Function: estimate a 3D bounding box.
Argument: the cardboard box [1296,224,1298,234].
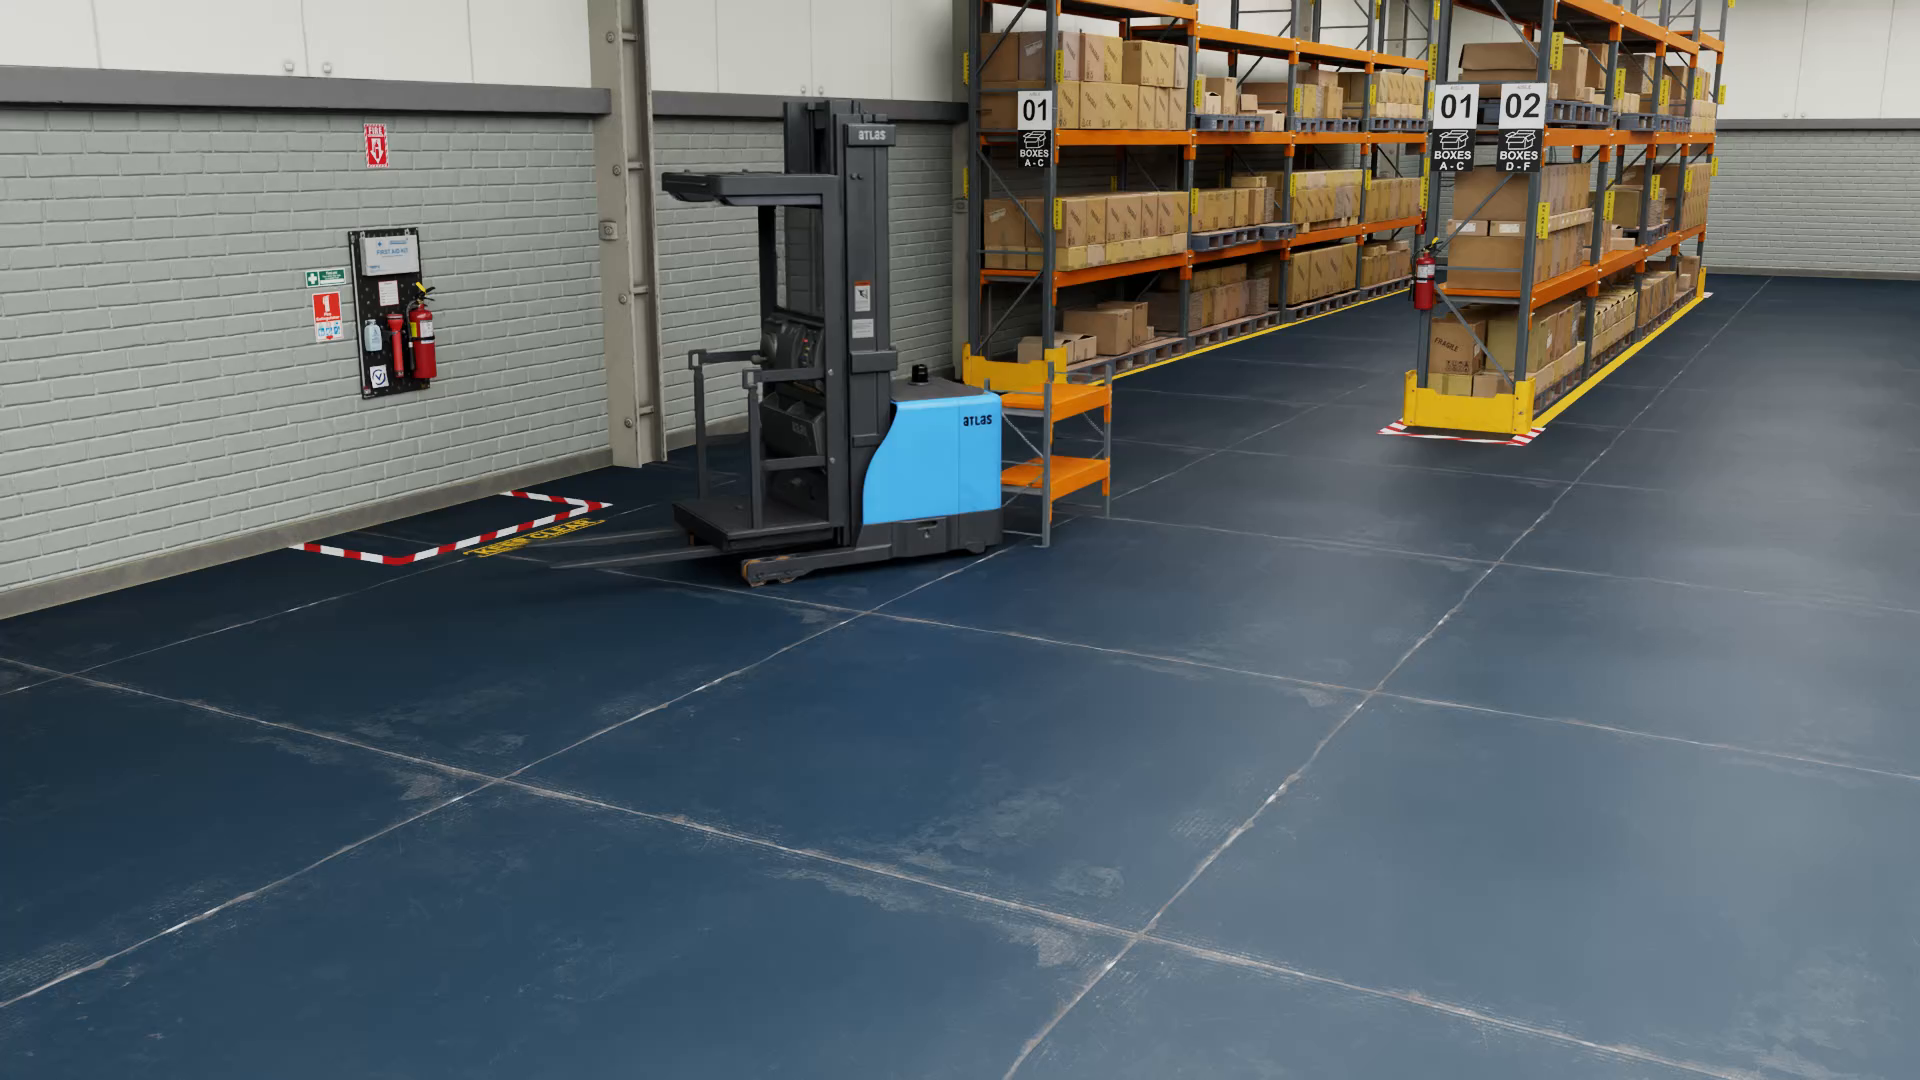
[{"bbox_3d":[4.918,-4.734,25.262,0.380,0.149,0.250,8,16,29],"label":"cardboard box"}]

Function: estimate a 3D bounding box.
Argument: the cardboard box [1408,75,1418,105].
[{"bbox_3d":[7.928,-8.116,30.007,0.500,0.500,0.500,8,16,30],"label":"cardboard box"}]

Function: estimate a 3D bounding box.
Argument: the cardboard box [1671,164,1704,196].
[{"bbox_3d":[11.919,-5.931,27.389,0.500,0.500,0.500,8,16,30],"label":"cardboard box"}]

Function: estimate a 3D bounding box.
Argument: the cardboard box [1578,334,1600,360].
[{"bbox_3d":[7.243,-2.295,19.625,0.500,0.250,0.500,7,15,27],"label":"cardboard box"}]

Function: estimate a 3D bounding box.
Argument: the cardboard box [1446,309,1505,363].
[{"bbox_3d":[5.367,-2.135,17.360,0.500,0.500,0.500,7,15,28],"label":"cardboard box"}]

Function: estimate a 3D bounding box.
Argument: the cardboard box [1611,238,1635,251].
[{"bbox_3d":[8.572,-3.856,21.663,0.380,0.149,0.250,7,15,28],"label":"cardboard box"}]

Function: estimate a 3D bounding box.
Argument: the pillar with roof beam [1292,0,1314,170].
[{"bbox_3d":[9.710,-8.245,26.534,9.100,9.000,0.400,7,15,28],"label":"pillar with roof beam"}]

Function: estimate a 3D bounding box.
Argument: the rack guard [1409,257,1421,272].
[{"bbox_3d":[8.306,-5.185,31.975,1.175,0.500,0.348,7,15,28],"label":"rack guard"}]

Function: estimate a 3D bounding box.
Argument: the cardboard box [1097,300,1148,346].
[{"bbox_3d":[2.026,-2.715,20.789,0.500,0.500,0.500,6,15,24],"label":"cardboard box"}]

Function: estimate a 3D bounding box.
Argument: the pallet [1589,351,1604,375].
[{"bbox_3d":[7.153,-2.173,20.097,1.003,0.211,1.213,7,15,28],"label":"pallet"}]

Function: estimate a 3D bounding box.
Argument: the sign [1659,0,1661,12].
[{"bbox_3d":[12.157,-9.306,28.770,0.100,0.325,0.005,7,15,28],"label":"sign"}]

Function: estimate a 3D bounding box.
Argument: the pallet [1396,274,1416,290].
[{"bbox_3d":[7.976,-4.867,31.271,1.003,0.211,1.213,7,15,28],"label":"pallet"}]

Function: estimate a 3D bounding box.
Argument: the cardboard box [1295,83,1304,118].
[{"bbox_3d":[4.821,-6.696,25.354,0.700,0.500,0.500,6,15,25],"label":"cardboard box"}]

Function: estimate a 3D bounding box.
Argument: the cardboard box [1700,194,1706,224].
[{"bbox_3d":[12.406,-5.654,28.373,0.500,0.500,0.500,8,15,29],"label":"cardboard box"}]

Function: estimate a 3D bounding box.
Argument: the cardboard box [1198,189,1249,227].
[{"bbox_3d":[3.625,-4.661,23.315,0.700,0.500,0.500,7,15,28],"label":"cardboard box"}]

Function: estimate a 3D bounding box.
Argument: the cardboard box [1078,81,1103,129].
[{"bbox_3d":[1.231,-4.776,18.287,0.500,0.500,0.500,9,16,32],"label":"cardboard box"}]

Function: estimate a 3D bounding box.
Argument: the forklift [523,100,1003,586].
[{"bbox_3d":[-1.256,-1.277,10.576,3.031,2.935,1.130,-7,15,-27],"label":"forklift"}]

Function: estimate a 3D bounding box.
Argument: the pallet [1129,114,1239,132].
[{"bbox_3d":[2.885,-5.415,21.595,1.213,0.211,1.003,7,15,28],"label":"pallet"}]

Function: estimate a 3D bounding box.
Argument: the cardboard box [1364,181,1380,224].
[{"bbox_3d":[6.637,-5.830,28.676,0.980,0.700,0.700,8,16,29],"label":"cardboard box"}]

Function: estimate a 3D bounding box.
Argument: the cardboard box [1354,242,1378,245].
[{"bbox_3d":[7.441,-5.386,30.526,0.380,0.149,0.250,8,16,29],"label":"cardboard box"}]

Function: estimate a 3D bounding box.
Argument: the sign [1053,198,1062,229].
[{"bbox_3d":[1.034,-3.472,17.689,0.100,0.325,0.005,7,15,28],"label":"sign"}]

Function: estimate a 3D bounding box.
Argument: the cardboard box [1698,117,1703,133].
[{"bbox_3d":[11.638,-6.676,26.745,0.500,0.250,0.500,7,15,28],"label":"cardboard box"}]

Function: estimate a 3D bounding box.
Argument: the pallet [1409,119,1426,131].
[{"bbox_3d":[7.945,-7.657,30.684,1.003,0.211,1.213,7,15,28],"label":"pallet"}]

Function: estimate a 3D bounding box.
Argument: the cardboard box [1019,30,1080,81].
[{"bbox_3d":[0.958,-5.167,17.776,0.500,0.500,0.500,6,15,24],"label":"cardboard box"}]

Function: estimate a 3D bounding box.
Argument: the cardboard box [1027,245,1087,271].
[{"bbox_3d":[1.073,-3.114,18.327,0.500,0.250,0.500,7,15,26],"label":"cardboard box"}]

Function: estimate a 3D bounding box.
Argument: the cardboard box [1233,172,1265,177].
[{"bbox_3d":[4.419,-5.444,25.225,0.500,0.250,0.500,8,16,30],"label":"cardboard box"}]

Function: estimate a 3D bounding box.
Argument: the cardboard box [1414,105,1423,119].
[{"bbox_3d":[8.172,-7.853,30.519,0.500,0.250,0.500,8,16,30],"label":"cardboard box"}]

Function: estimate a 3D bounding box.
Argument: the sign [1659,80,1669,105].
[{"bbox_3d":[9.247,-5.877,21.839,0.100,0.325,0.005,7,15,28],"label":"sign"}]

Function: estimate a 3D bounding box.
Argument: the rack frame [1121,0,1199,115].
[{"bbox_3d":[2.493,-6.850,20.746,1.000,3.000,0.127,7,15,28],"label":"rack frame"}]

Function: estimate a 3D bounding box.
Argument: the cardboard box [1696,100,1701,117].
[{"bbox_3d":[11.391,-6.817,26.264,0.500,0.250,0.500,7,15,28],"label":"cardboard box"}]

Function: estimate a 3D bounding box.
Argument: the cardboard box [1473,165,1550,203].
[{"bbox_3d":[5.409,-3.445,16.443,0.700,0.500,0.500,7,15,27],"label":"cardboard box"}]

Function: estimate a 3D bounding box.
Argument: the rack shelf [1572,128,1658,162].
[{"bbox_3d":[7.798,-4.892,20.559,1.077,0.370,4.000,7,15,28],"label":"rack shelf"}]

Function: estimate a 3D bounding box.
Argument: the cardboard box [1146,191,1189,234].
[{"bbox_3d":[2.535,-4.103,20.829,0.500,0.500,0.500,7,15,28],"label":"cardboard box"}]

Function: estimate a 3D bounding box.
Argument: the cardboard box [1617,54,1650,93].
[{"bbox_3d":[8.981,-6.275,22.417,0.500,0.500,0.500,7,15,28],"label":"cardboard box"}]

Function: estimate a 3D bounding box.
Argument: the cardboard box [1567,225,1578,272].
[{"bbox_3d":[6.373,-3.221,18.280,0.700,0.500,0.500,7,15,27],"label":"cardboard box"}]

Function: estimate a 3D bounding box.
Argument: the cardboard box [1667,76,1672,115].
[{"bbox_3d":[10.390,-6.679,25.114,0.600,0.600,0.600,6,15,23],"label":"cardboard box"}]

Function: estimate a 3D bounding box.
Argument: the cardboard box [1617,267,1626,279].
[{"bbox_3d":[9.526,-3.998,24.511,0.500,0.250,0.500,7,15,27],"label":"cardboard box"}]

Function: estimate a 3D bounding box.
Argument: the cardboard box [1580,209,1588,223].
[{"bbox_3d":[6.766,-3.606,18.495,0.380,0.149,0.250,7,15,27],"label":"cardboard box"}]

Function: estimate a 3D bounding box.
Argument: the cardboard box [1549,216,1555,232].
[{"bbox_3d":[5.773,-3.184,16.745,0.380,0.149,0.250,7,15,26],"label":"cardboard box"}]

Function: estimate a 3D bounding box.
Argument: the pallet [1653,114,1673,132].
[{"bbox_3d":[8.515,-5.411,21.580,1.213,0.211,1.003,8,16,31],"label":"pallet"}]

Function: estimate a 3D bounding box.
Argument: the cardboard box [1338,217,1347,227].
[{"bbox_3d":[6.102,-5.198,27.186,0.380,0.149,0.250,7,15,28],"label":"cardboard box"}]

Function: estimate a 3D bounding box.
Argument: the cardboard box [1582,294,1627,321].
[{"bbox_3d":[8.235,-2.988,21.301,0.500,0.311,0.500,7,15,28],"label":"cardboard box"}]

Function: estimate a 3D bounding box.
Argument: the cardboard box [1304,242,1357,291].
[{"bbox_3d":[6.160,-4.586,27.846,0.750,0.750,0.750,8,15,29],"label":"cardboard box"}]

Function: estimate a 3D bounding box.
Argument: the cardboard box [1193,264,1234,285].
[{"bbox_3d":[3.549,-3.748,23.474,0.500,0.250,0.500,7,15,28],"label":"cardboard box"}]

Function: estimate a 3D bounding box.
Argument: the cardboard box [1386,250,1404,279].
[{"bbox_3d":[7.801,-5.127,30.837,0.700,0.500,0.500,7,15,28],"label":"cardboard box"}]

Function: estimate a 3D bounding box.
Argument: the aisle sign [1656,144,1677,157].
[{"bbox_3d":[12.408,-7.146,29.228,0.394,0.787,0.004,7,15,28],"label":"aisle sign"}]

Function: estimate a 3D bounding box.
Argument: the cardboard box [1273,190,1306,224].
[{"bbox_3d":[4.885,-5.028,25.098,0.500,0.500,0.500,8,16,30],"label":"cardboard box"}]

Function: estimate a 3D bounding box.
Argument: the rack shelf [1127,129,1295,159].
[{"bbox_3d":[3.460,-5.452,22.884,1.077,0.370,4.000,7,15,28],"label":"rack shelf"}]

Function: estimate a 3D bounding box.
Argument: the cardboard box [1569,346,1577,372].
[{"bbox_3d":[6.548,-2.019,18.479,0.500,0.250,0.500,7,15,28],"label":"cardboard box"}]

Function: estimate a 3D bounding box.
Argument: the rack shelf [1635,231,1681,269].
[{"bbox_3d":[9.732,-4.254,24.315,1.077,0.370,4.000,7,15,28],"label":"rack shelf"}]

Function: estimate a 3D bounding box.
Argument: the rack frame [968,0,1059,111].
[{"bbox_3d":[0.559,-6.029,17.342,1.000,3.000,0.127,7,15,28],"label":"rack frame"}]

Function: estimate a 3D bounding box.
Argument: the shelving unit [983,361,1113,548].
[{"bbox_3d":[0.625,-0.628,11.737,0.538,1.125,1.048,7,15,27],"label":"shelving unit"}]

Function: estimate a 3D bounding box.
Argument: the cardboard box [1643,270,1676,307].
[{"bbox_3d":[10.711,-3.879,25.619,0.500,0.500,0.500,7,15,28],"label":"cardboard box"}]

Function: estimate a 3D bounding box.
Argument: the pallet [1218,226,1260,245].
[{"bbox_3d":[3.506,-4.250,23.172,1.003,0.211,1.213,7,15,28],"label":"pallet"}]

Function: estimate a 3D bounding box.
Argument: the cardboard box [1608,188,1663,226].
[{"bbox_3d":[9.580,-4.754,23.745,0.700,0.500,0.500,11,17,38],"label":"cardboard box"}]

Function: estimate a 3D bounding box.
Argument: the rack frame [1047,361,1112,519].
[{"bbox_3d":[0.866,-0.733,12.172,0.500,1.125,0.032,7,15,27],"label":"rack frame"}]

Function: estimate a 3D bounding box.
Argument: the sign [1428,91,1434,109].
[{"bbox_3d":[8.762,-8.181,30.949,0.100,0.325,0.005,7,15,28],"label":"sign"}]
